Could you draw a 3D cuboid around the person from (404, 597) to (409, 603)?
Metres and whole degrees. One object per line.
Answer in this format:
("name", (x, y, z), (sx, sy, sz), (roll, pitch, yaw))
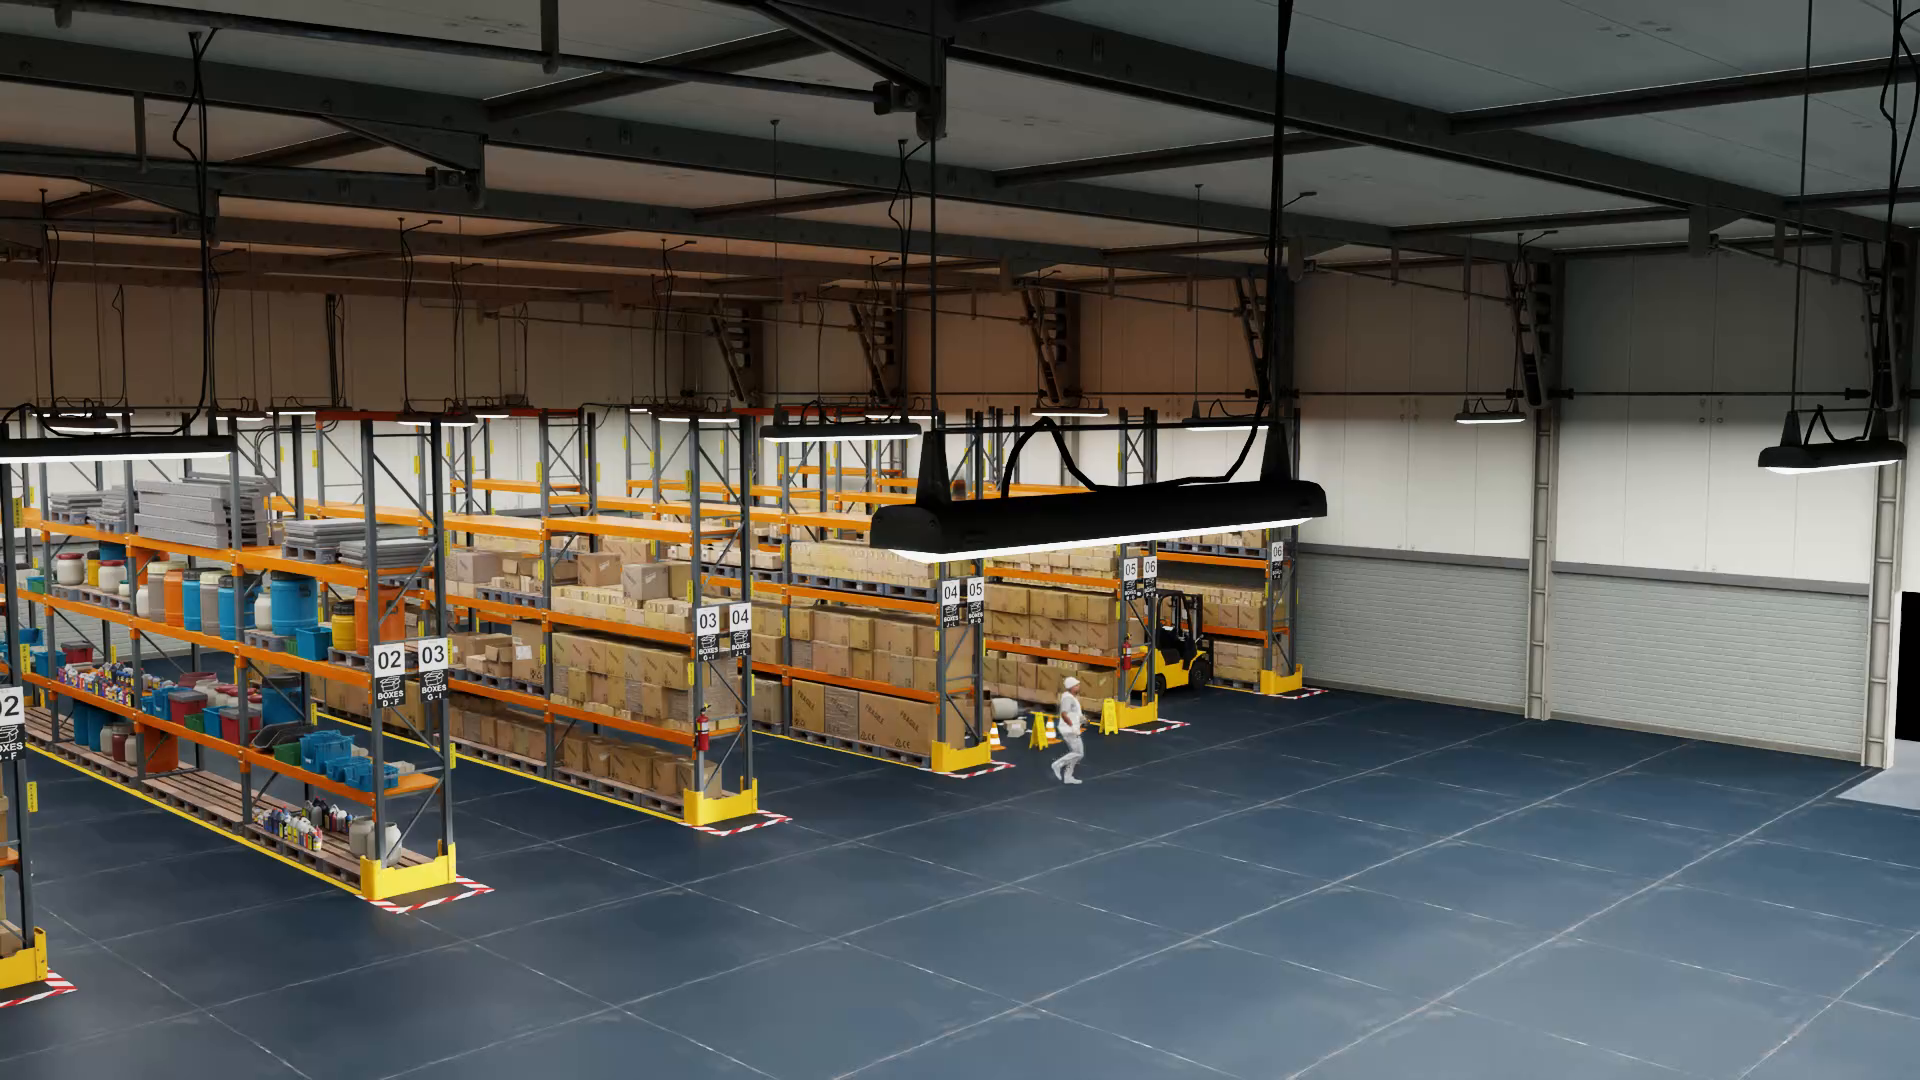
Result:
("person", (-12.609, 2.137, 37.856), (0.639, 1.677, 0.567), (-4, 6, -38))

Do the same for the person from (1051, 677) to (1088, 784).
("person", (1.772, 3.081, 26.944), (0.640, 1.749, 0.672), (0, 5, -3))
